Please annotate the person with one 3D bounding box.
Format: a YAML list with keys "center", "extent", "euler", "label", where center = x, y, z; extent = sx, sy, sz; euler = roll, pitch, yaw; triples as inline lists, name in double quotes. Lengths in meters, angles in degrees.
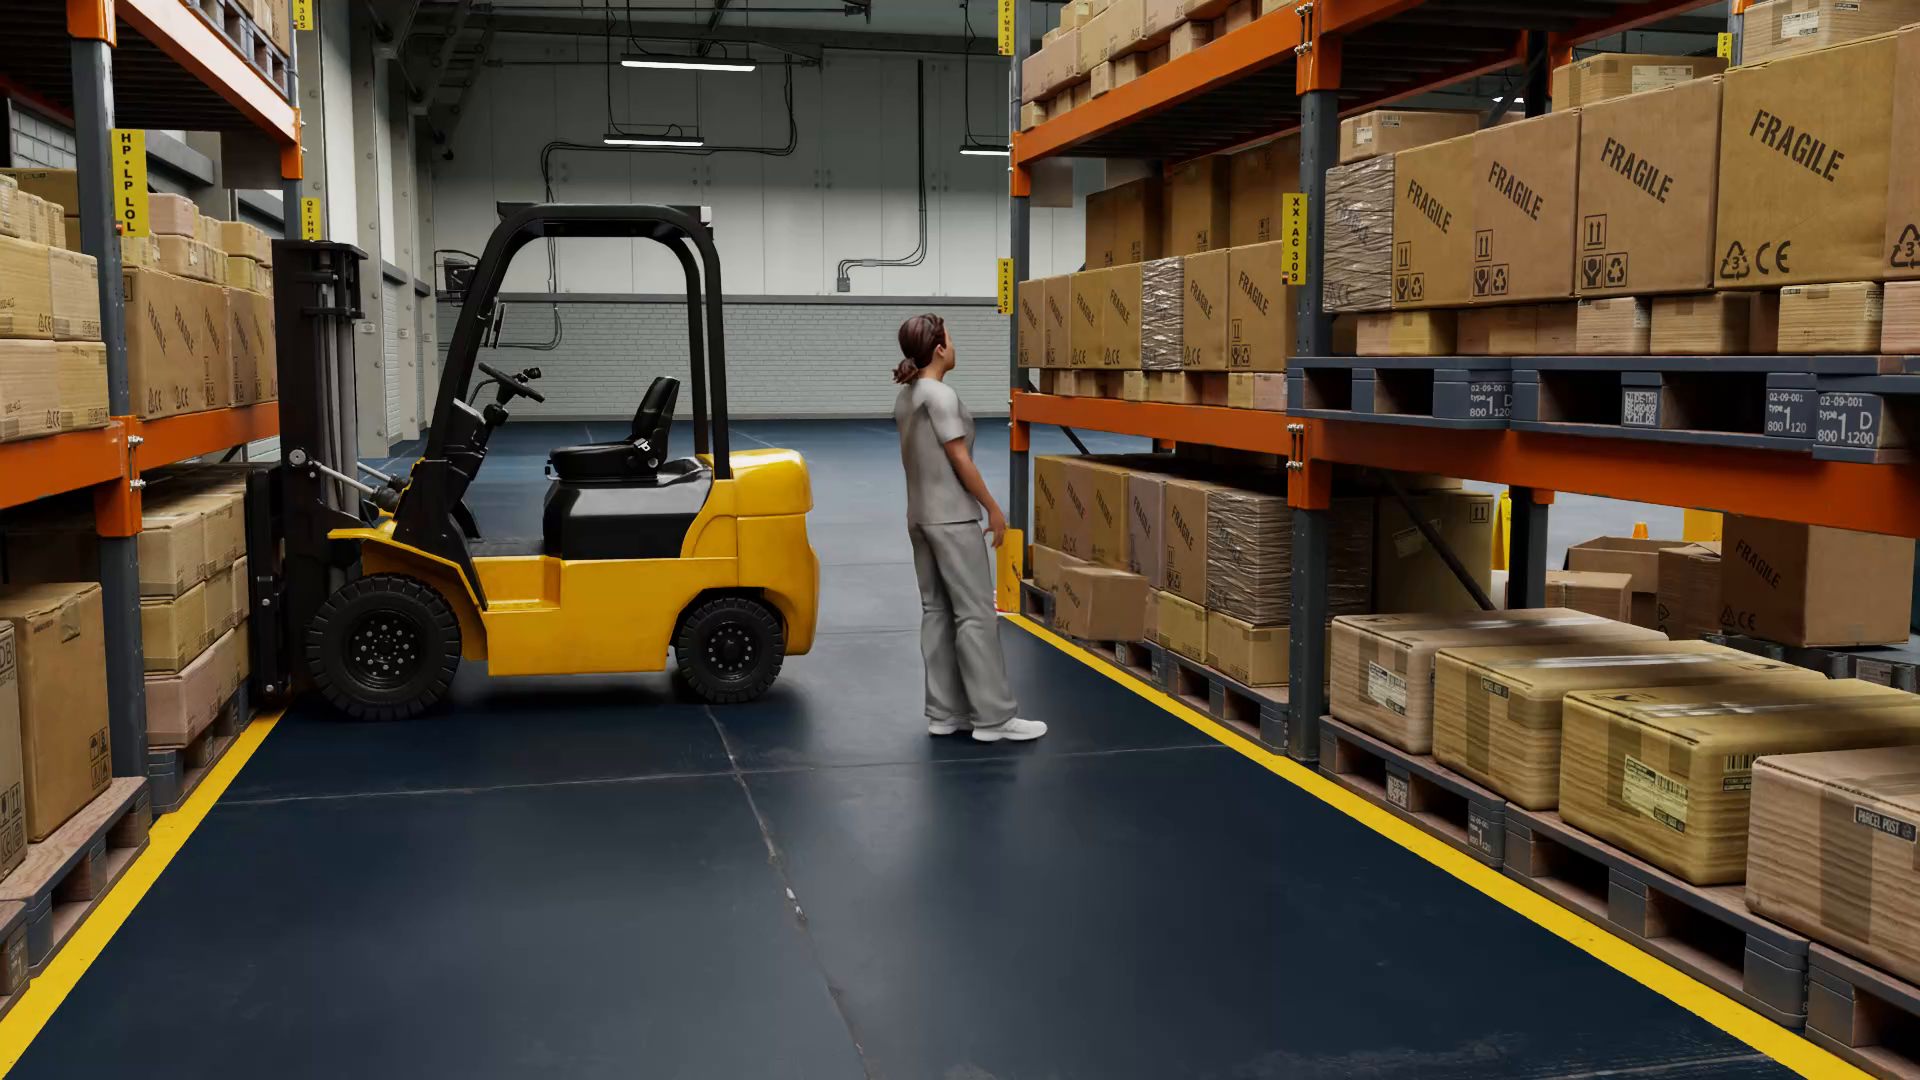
- center: [0.001, -0.057, 6.604]
  extent: [0.554, 1.674, 0.522]
  euler: [-3, 7, -25]
  label: "person"
